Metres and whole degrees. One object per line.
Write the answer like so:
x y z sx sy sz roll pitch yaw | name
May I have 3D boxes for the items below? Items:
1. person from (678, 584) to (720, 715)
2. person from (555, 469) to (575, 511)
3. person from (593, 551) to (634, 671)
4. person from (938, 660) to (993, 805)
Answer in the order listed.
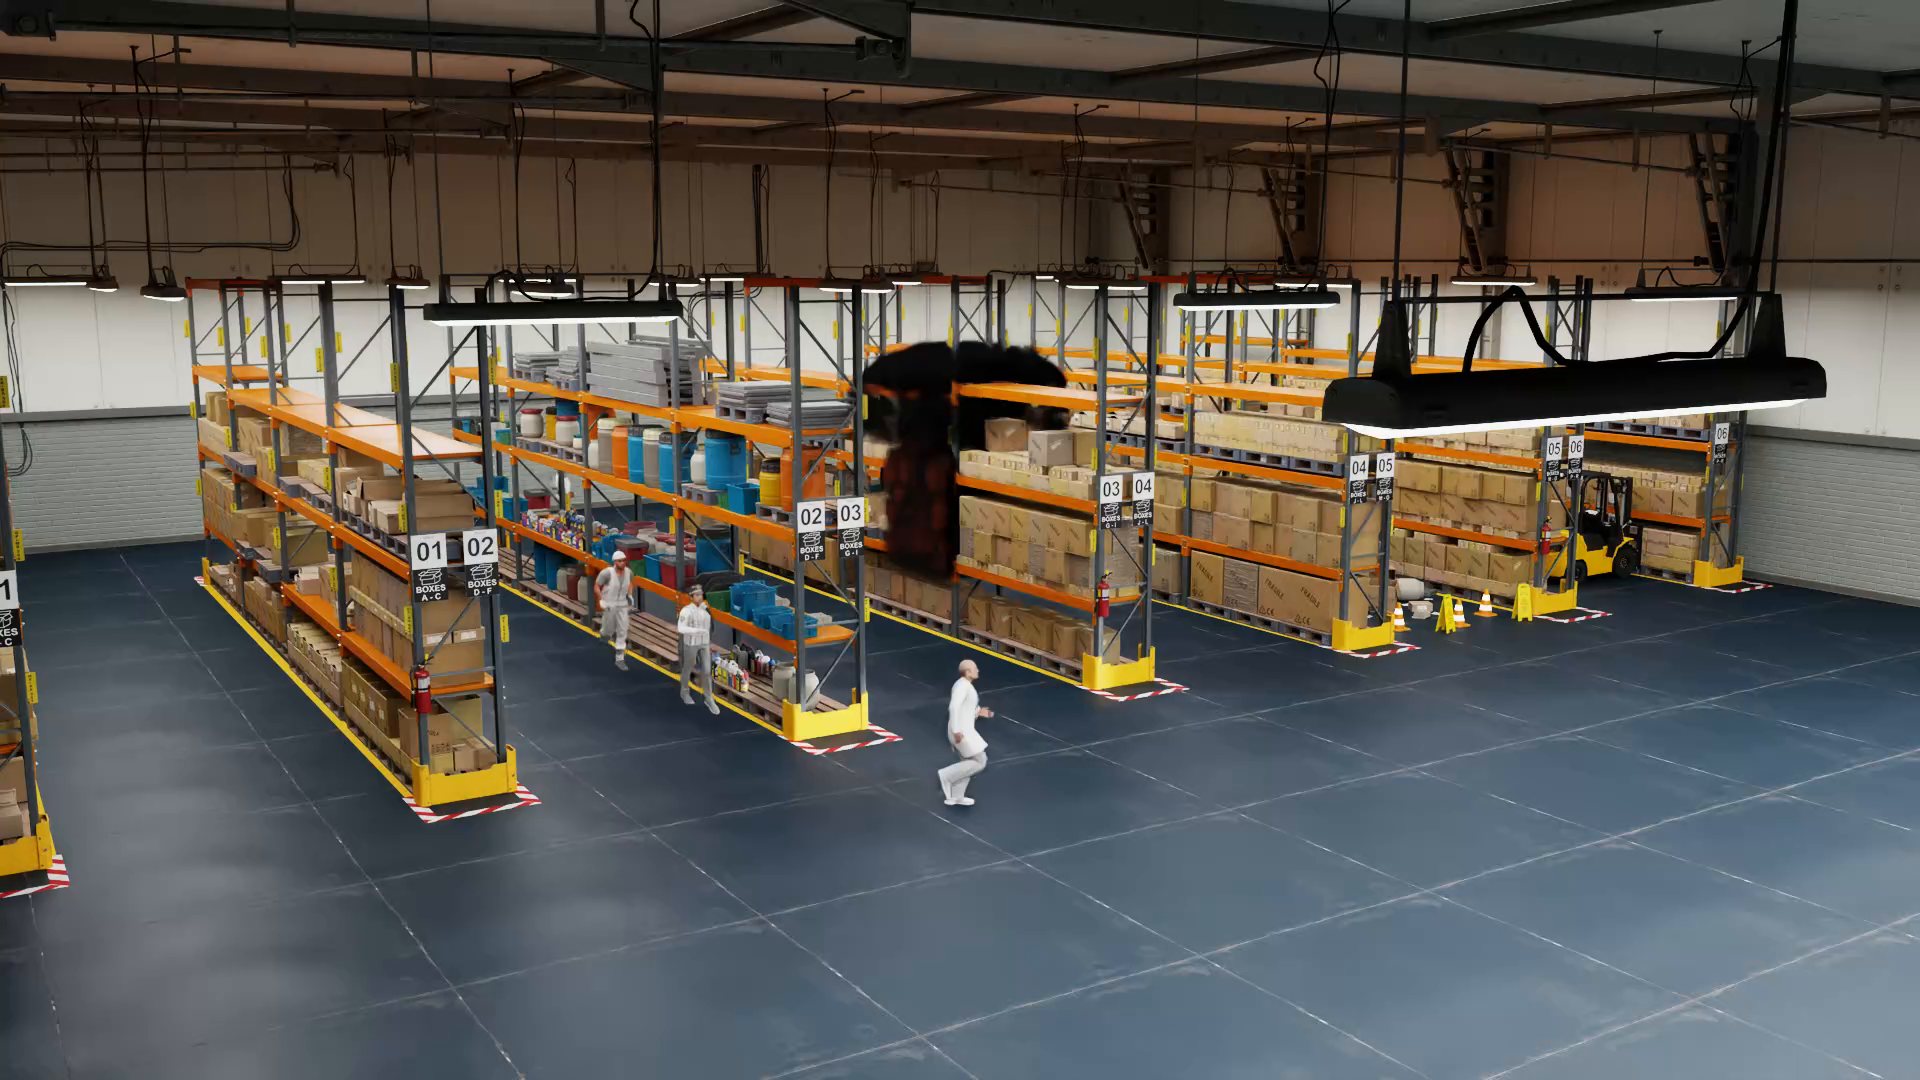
-3.577 1.459 22.518 0.598 1.753 0.740 -8 12 -39 | person
-9.208 -0.955 38.548 0.587 1.723 0.703 -2 10 -10 | person
-5.215 1.018 25.082 0.663 1.788 0.955 -6 11 -33 | person
0.067 2.256 19.434 0.672 1.731 0.702 -1 10 -7 | person
